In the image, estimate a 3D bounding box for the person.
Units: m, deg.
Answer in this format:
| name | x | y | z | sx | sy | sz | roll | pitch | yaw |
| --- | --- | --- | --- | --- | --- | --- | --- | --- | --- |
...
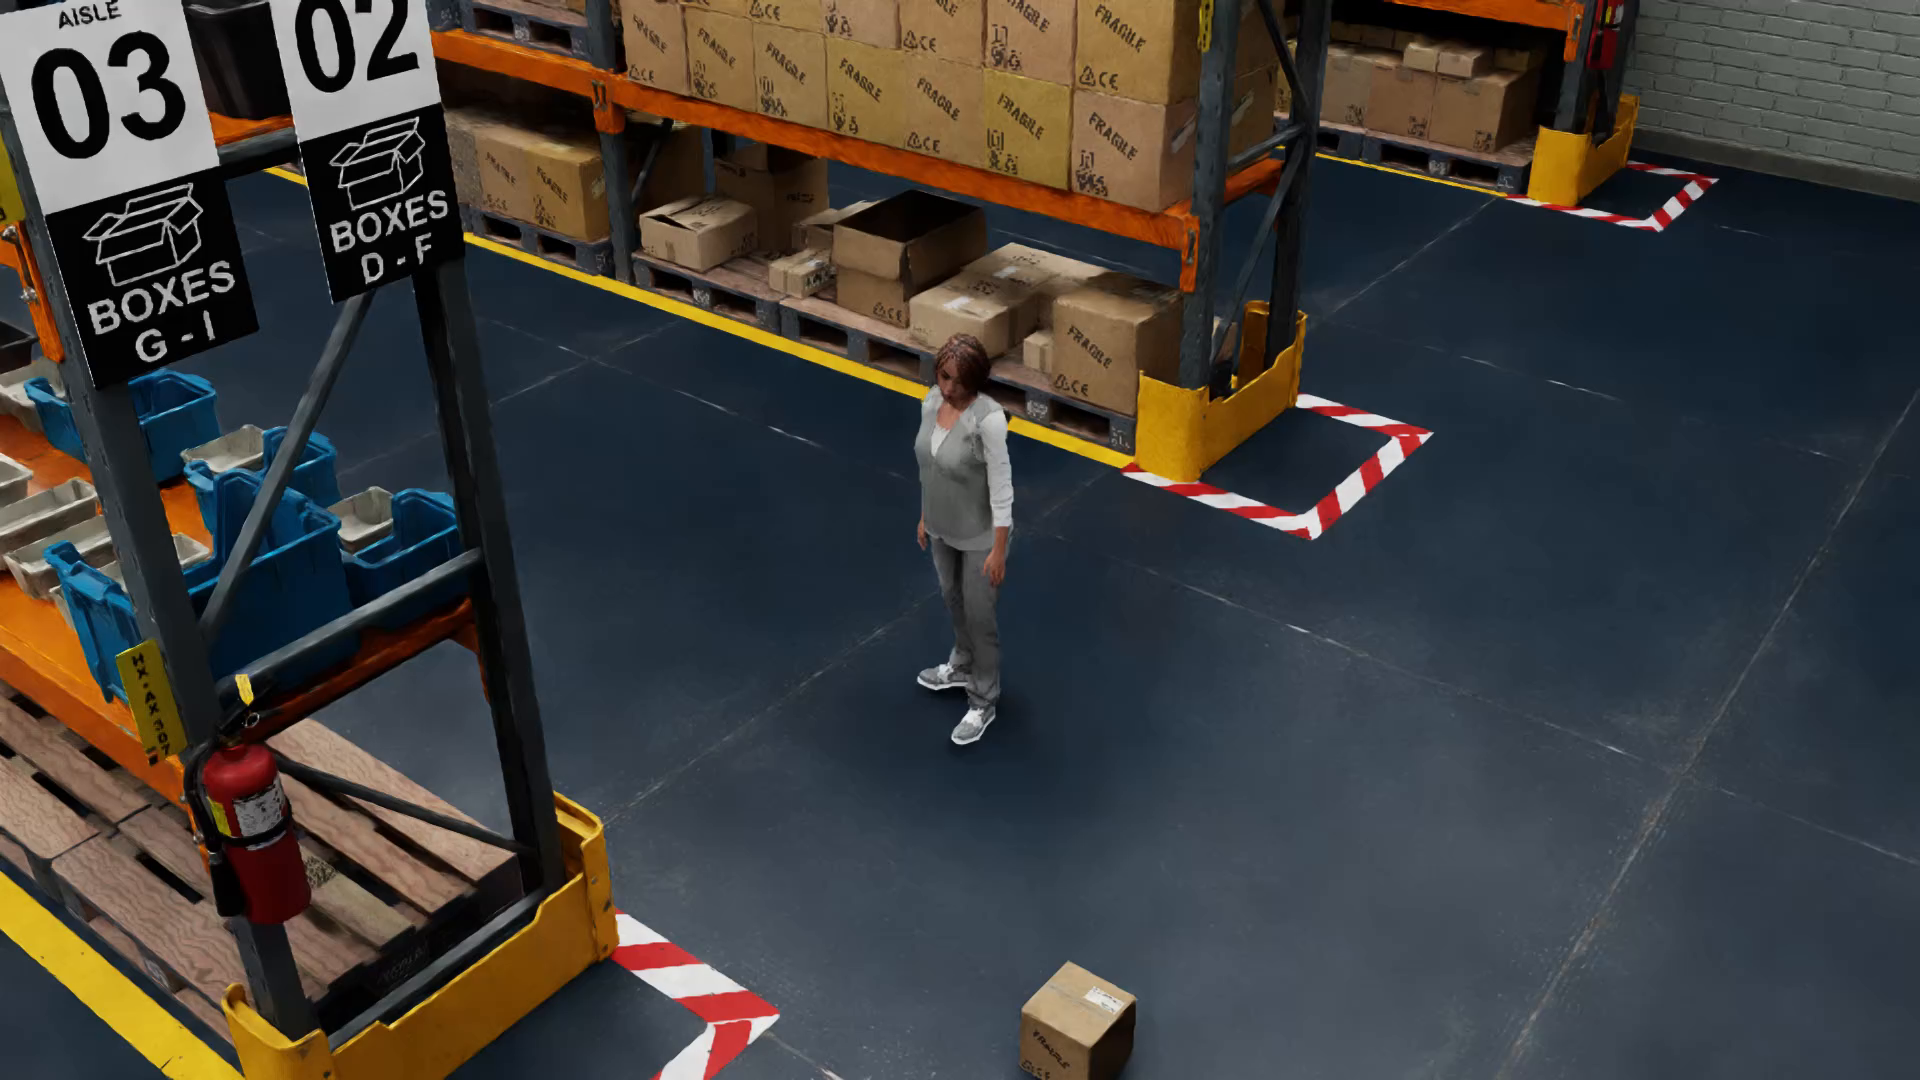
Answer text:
| name | x | y | z | sx | sy | sz | roll | pitch | yaw |
| --- | --- | --- | --- | --- | --- | --- | --- | --- | --- |
| person | 0.009 | -0.023 | 6.133 | 0.378 | 1.599 | 0.499 | -23 | 38 | -33 |
